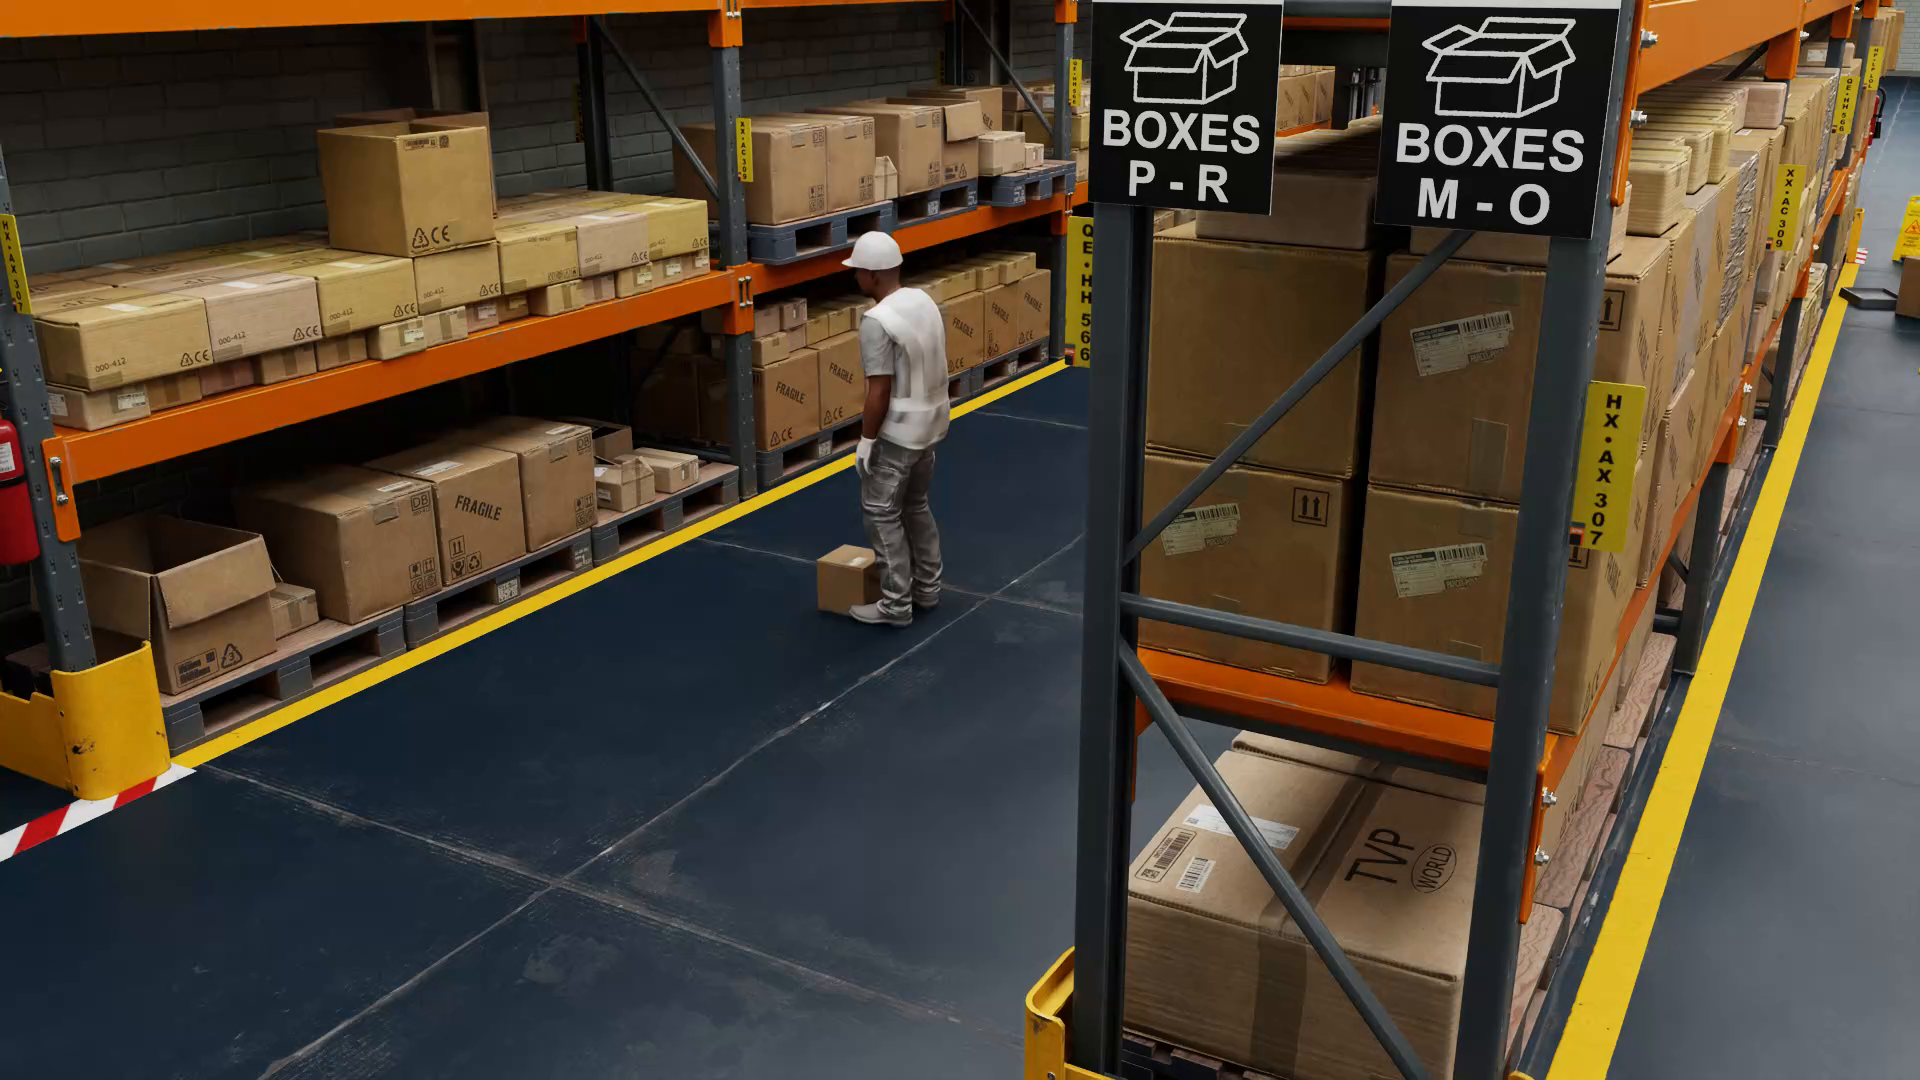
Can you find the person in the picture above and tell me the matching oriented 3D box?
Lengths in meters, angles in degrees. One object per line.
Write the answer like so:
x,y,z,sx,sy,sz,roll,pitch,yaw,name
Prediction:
-0.289,-0.490,7.458,0.452,1.772,0.615,9,21,25,person
